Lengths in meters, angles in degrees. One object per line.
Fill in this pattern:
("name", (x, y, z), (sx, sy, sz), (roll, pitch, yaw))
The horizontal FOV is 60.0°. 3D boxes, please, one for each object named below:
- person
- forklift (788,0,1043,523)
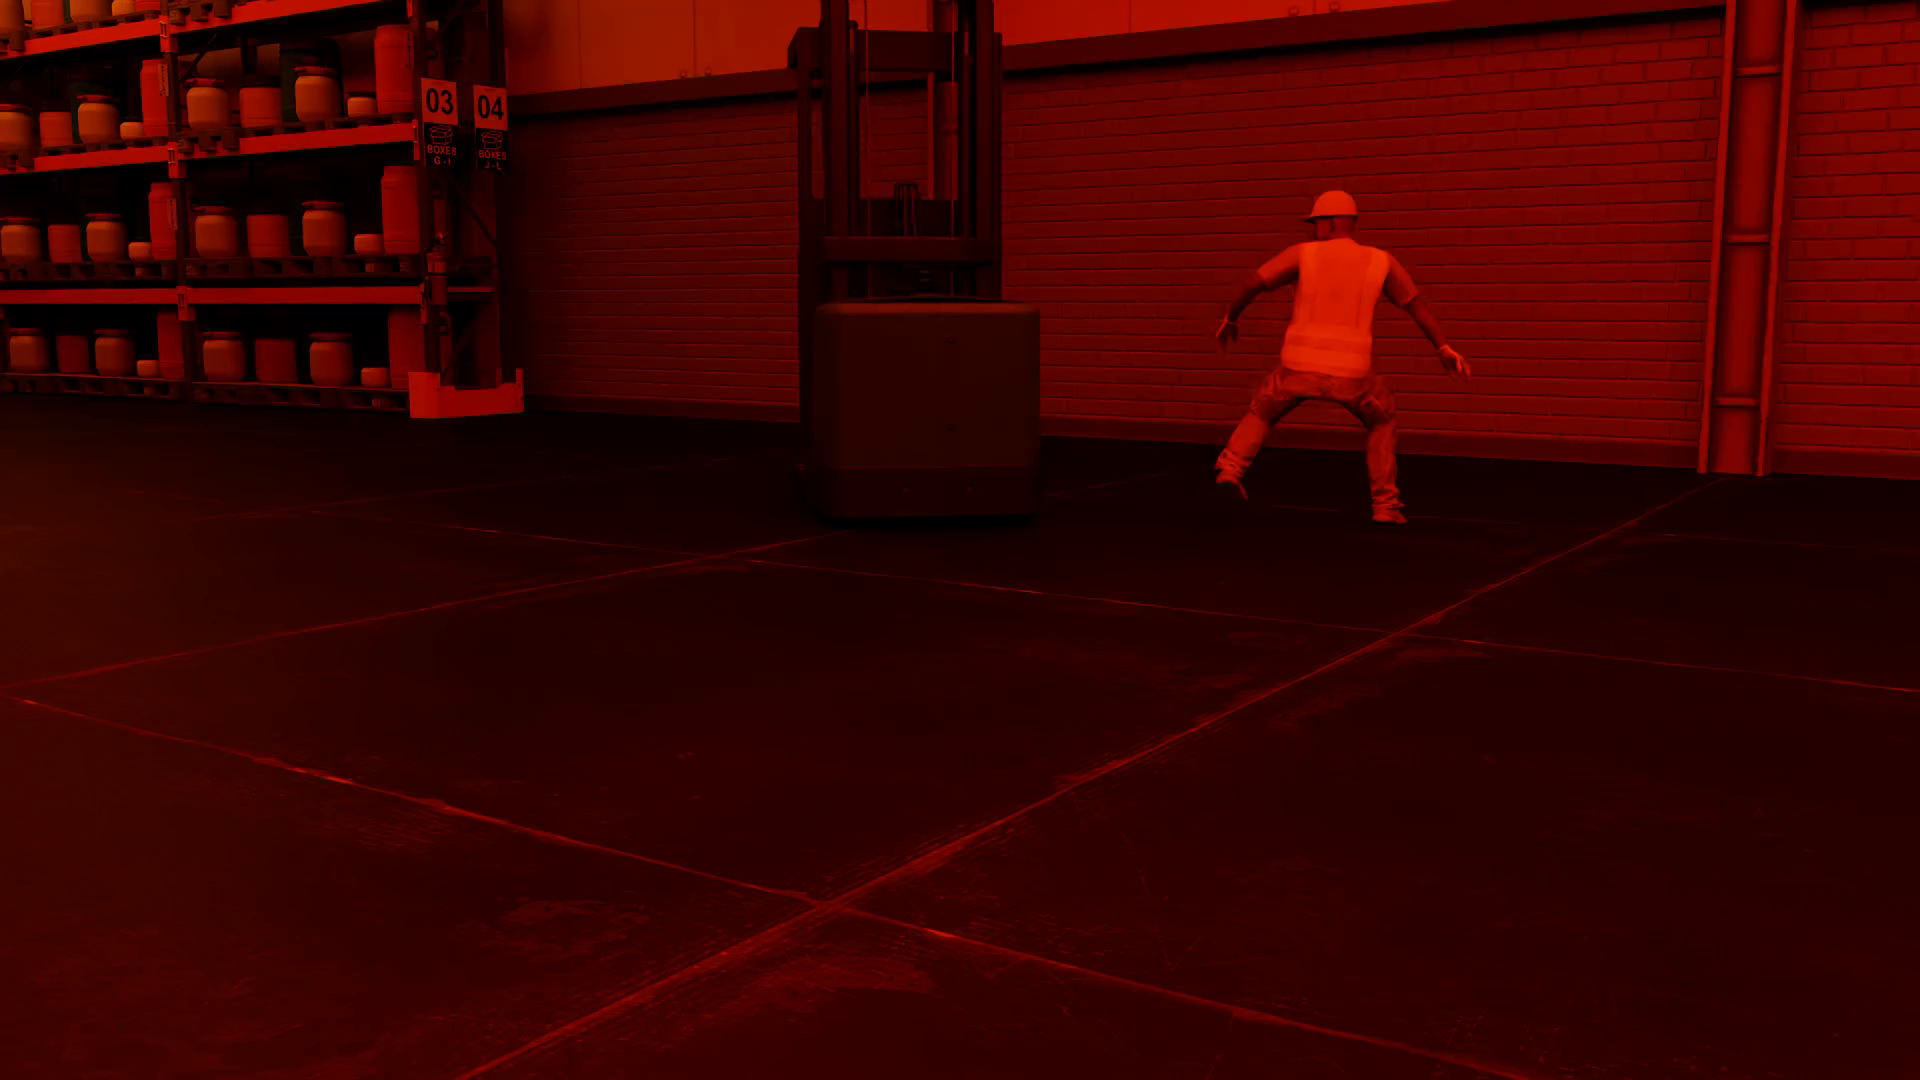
("person", (1.848, -0.856, 8.079), (1.209, 1.665, 0.505), (1, 8, 10))
("forklift", (-0.361, -1.703, 9.166), (1.130, 2.935, 3.031), (-1, 8, -10))
